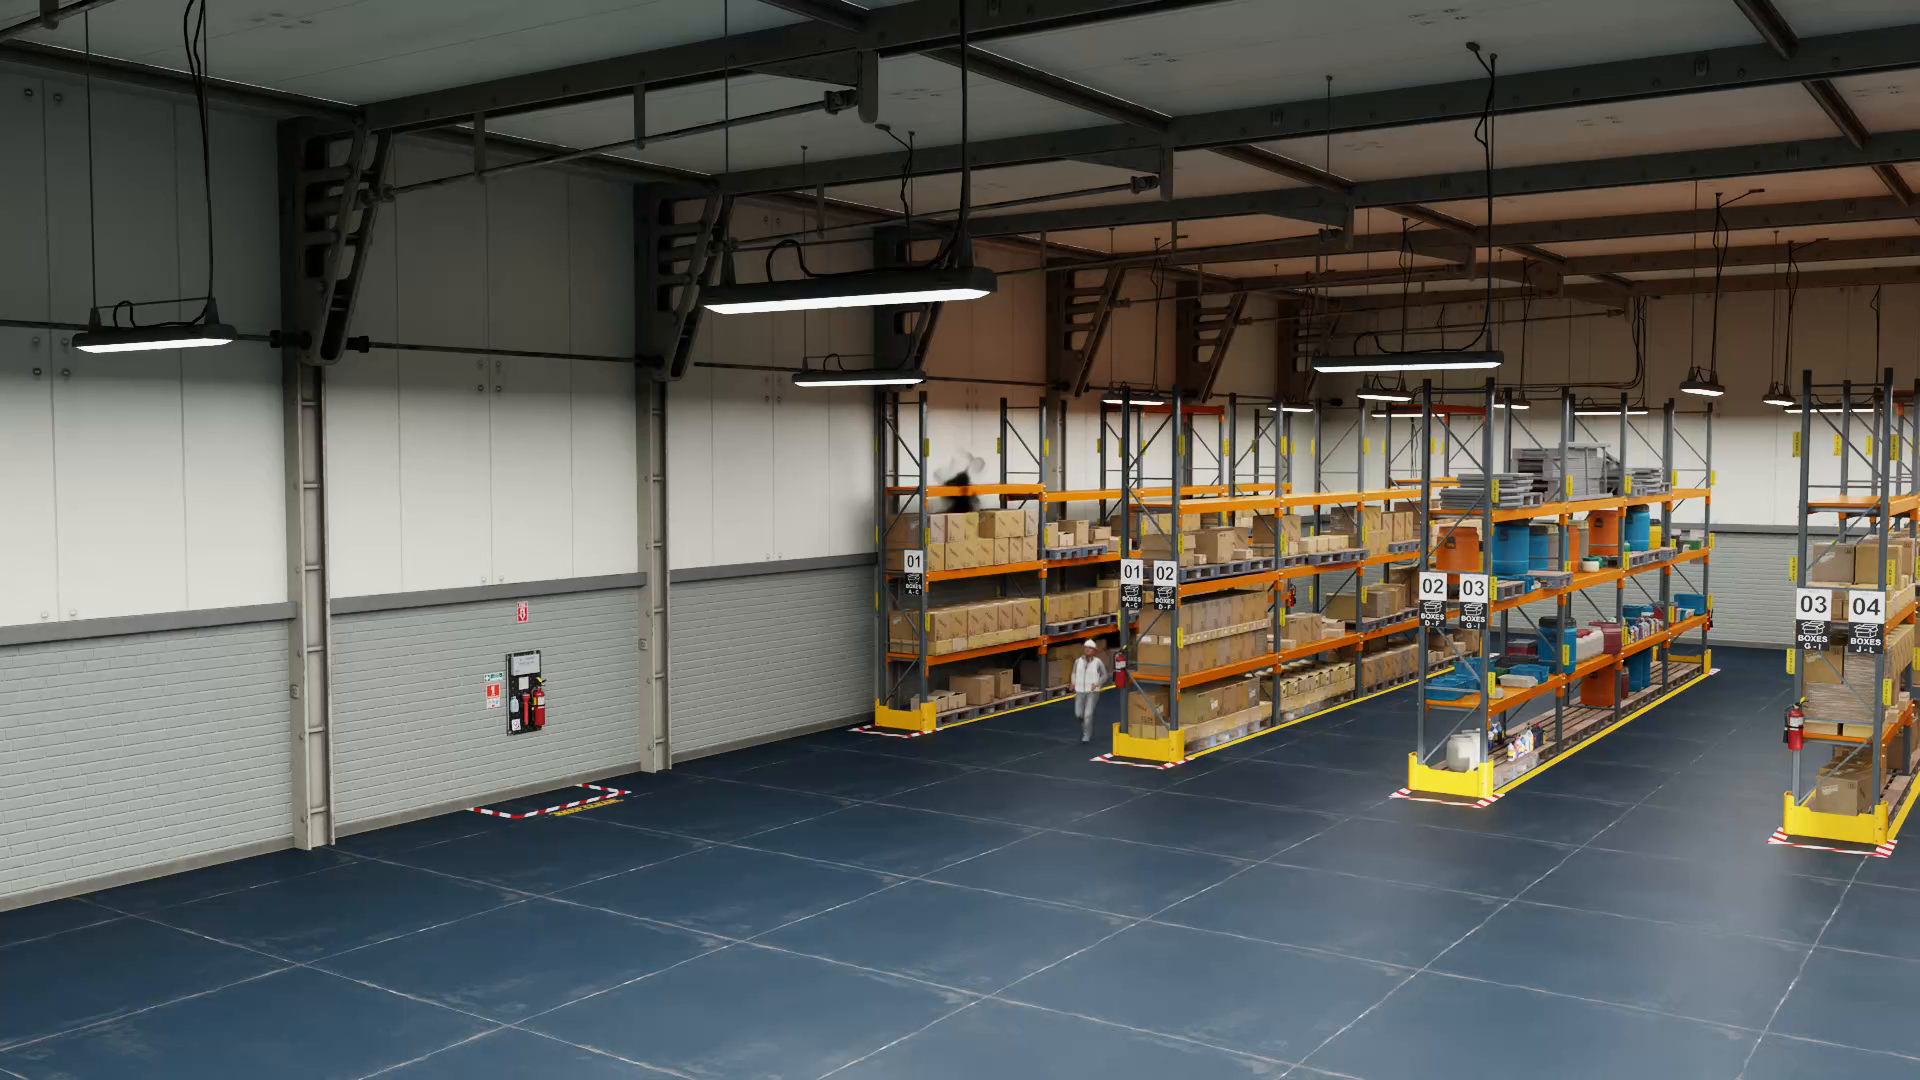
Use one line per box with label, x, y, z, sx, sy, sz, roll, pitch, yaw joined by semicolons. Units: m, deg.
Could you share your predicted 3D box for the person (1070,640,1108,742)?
person;2.183;2.567;28.354;0.650;1.711;0.602;1;3;22
